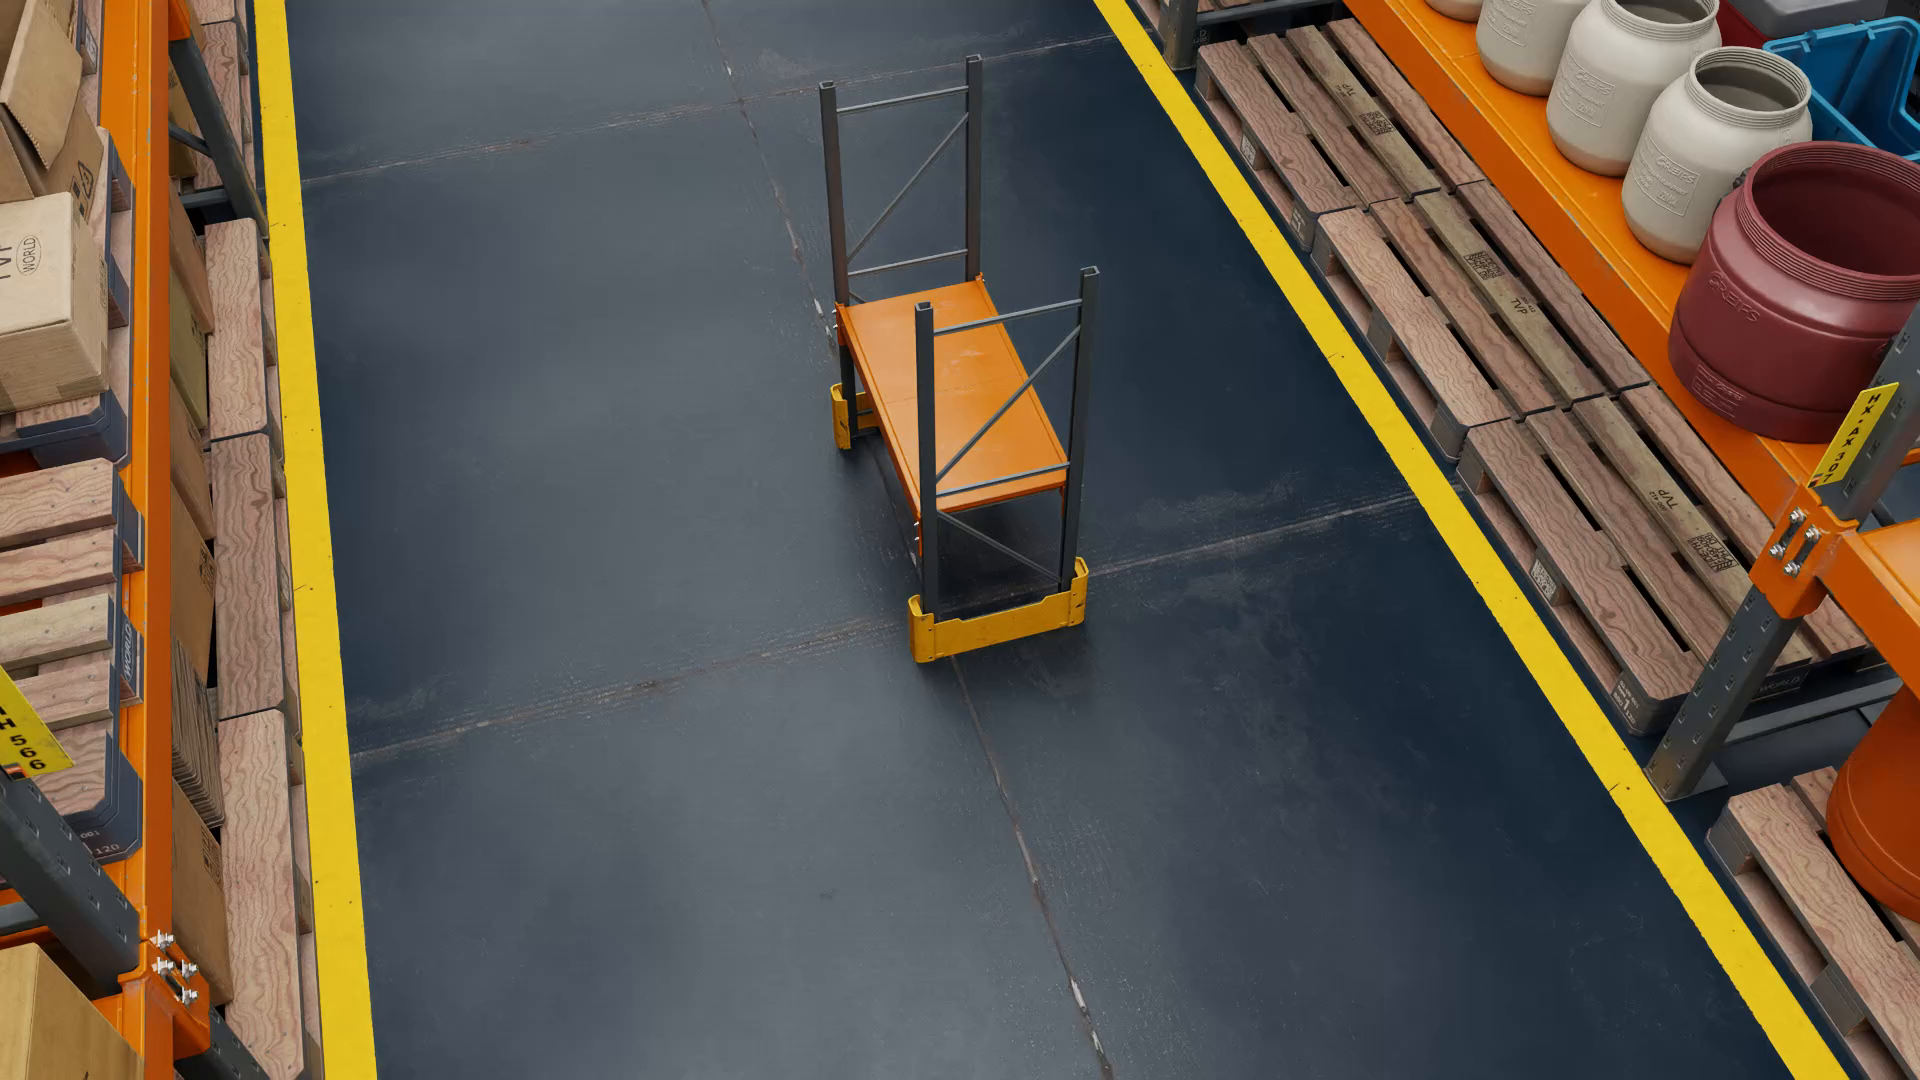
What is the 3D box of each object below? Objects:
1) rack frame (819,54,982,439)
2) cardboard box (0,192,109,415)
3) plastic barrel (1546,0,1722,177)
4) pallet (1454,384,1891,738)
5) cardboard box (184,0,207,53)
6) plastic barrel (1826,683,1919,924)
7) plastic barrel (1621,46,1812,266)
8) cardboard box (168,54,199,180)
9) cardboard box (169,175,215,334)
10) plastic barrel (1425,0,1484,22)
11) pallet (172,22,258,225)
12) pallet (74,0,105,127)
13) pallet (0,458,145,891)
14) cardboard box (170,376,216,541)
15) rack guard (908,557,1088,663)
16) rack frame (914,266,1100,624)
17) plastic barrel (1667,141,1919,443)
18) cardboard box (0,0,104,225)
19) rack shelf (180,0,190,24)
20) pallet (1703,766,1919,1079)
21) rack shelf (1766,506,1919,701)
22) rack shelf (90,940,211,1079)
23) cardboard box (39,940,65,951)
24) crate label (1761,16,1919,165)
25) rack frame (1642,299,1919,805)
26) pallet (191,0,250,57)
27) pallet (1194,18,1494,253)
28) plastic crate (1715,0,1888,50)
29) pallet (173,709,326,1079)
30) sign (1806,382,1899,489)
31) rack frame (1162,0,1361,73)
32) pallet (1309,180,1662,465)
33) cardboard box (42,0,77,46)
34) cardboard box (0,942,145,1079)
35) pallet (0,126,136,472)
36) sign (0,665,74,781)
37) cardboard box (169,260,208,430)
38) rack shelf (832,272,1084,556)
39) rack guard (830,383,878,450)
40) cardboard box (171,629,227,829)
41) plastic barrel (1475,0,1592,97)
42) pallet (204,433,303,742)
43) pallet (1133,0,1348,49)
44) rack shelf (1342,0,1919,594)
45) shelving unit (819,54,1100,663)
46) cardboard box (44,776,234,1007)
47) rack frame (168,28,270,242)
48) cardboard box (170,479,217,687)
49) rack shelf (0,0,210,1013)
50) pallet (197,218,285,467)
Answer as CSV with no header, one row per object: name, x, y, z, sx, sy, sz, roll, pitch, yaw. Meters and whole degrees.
rack frame,-0.176,-0.917,5.542,0.500,1.500,0.032,-13,51,-11
cardboard box,-2.402,-0.561,4.084,0.500,0.250,0.500,-15,51,-12
plastic barrel,1.973,-1.364,4.865,0.421,0.512,0.421,0,50,0
pallet,2.413,0.007,5.606,1.003,0.211,1.213,-13,51,-11
cardboard box,-3.566,-2.167,6.975,0.500,0.500,0.500,1,50,1
plastic barrel,2.766,0.600,4.427,0.600,0.830,0.708,-13,51,-11
plastic barrel,2.097,-1.057,4.606,0.421,0.512,0.421,0,50,0
cardboard box,-3.389,-1.750,6.624,0.500,0.500,0.500,-15,51,-12
cardboard box,-3.148,-1.002,5.980,0.700,0.500,0.500,-17,52,-14
plastic barrel,1.713,-1.999,5.384,0.433,0.535,0.433,0,50,0
pallet,-3.541,-1.703,7.048,1.003,0.211,1.213,-13,51,-11
pallet,-3.222,-1.466,5.150,1.003,0.211,1.213,-13,51,-11
pallet,-2.438,0.368,3.604,1.213,0.211,1.003,-13,51,-11
cardboard box,-2.859,-0.241,5.338,0.700,0.500,0.500,-17,52,-14
rack guard,0.125,0.227,5.395,0.587,0.250,0.087,-13,51,-11
rack frame,0.125,-0.174,4.916,0.500,1.500,0.032,-13,51,-11
plastic barrel,2.179,-0.632,4.232,0.600,0.536,0.708,-13,51,-11
cardboard box,-2.708,-1.043,4.325,0.797,0.503,0.637,-9,50,-7
rack shelf,-3.900,-3.348,7.081,1.077,0.370,4.000,-13,51,-11
pallet,2.878,1.147,4.645,1.003,0.211,1.213,-13,51,-11
rack shelf,3.197,1.375,3.100,1.077,0.370,4.000,-13,51,-11
rack shelf,-1.535,2.495,2.155,1.077,0.370,4.000,-13,51,-11
cardboard box,-2.353,0.742,4.019,0.500,0.250,0.500,-11,51,-9
crate label,2.570,-1.116,4.706,0.502,0.435,0.616,-13,51,-11
rack frame,2.605,-0.318,4.056,1.000,3.000,0.127,-13,51,-11
pallet,-3.906,-2.596,7.800,1.003,0.211,1.213,-13,51,-11
pallet,1.692,-1.776,7.109,1.003,0.211,1.213,-13,51,-11
plastic crate,2.420,-1.588,5.085,0.402,0.464,0.583,-13,51,-11
pallet,-2.356,1.130,4.659,1.003,0.211,1.213,-13,51,-11
sign,2.082,-0.241,3.884,0.100,0.325,0.005,-13,51,-11
rack frame,1.423,-3.239,6.519,1.000,3.000,0.127,-13,51,-11
pallet,2.056,-0.883,6.356,1.003,0.211,1.213,-13,51,-11
cardboard box,-3.208,-1.836,4.669,1.000,1.000,1.000,-13,51,-11
cardboard box,-1.743,1.074,2.817,0.500,0.500,0.500,-12,51,-10
pallet,-2.750,-0.573,4.396,1.003,0.211,1.213,-13,51,-11
sign,-1.597,0.301,2.777,0.100,0.325,0.005,-13,51,-11
cardboard box,-3.025,-0.649,5.683,0.700,0.500,0.500,-14,51,-11
rack shelf,-0.025,-0.430,5.367,0.538,0.185,1.000,-13,51,-11
rack guard,-0.170,-0.500,6.008,0.587,0.250,0.087,-13,51,-11
cardboard box,-2.519,0.579,4.647,0.700,0.500,0.500,-17,52,-14
plastic barrel,1.841,-1.683,5.118,0.433,0.535,0.433,0,50,0
pallet,-2.713,0.240,5.409,1.003,0.211,1.213,-13,51,-11
pallet,1.264,-2.840,8.006,1.003,0.211,1.213,-13,51,-11
rack shelf,2.014,-1.547,5.562,1.077,0.370,4.000,-13,51,-11
shelving unit,-0.023,-0.539,5.224,0.587,1.500,1.083,-13,51,-11
cardboard box,-2.343,0.981,4.308,0.700,0.500,0.500,-16,52,-13
rack frame,-3.309,-2.119,5.575,1.000,3.000,0.127,-13,51,-11
cardboard box,-2.694,0.167,4.995,0.700,0.500,0.500,-9,51,-8
rack shelf,-2.717,-0.427,4.618,1.077,0.370,4.000,-13,51,-11
pallet,-3.077,-0.652,6.162,1.003,0.211,1.213,-13,51,-11
